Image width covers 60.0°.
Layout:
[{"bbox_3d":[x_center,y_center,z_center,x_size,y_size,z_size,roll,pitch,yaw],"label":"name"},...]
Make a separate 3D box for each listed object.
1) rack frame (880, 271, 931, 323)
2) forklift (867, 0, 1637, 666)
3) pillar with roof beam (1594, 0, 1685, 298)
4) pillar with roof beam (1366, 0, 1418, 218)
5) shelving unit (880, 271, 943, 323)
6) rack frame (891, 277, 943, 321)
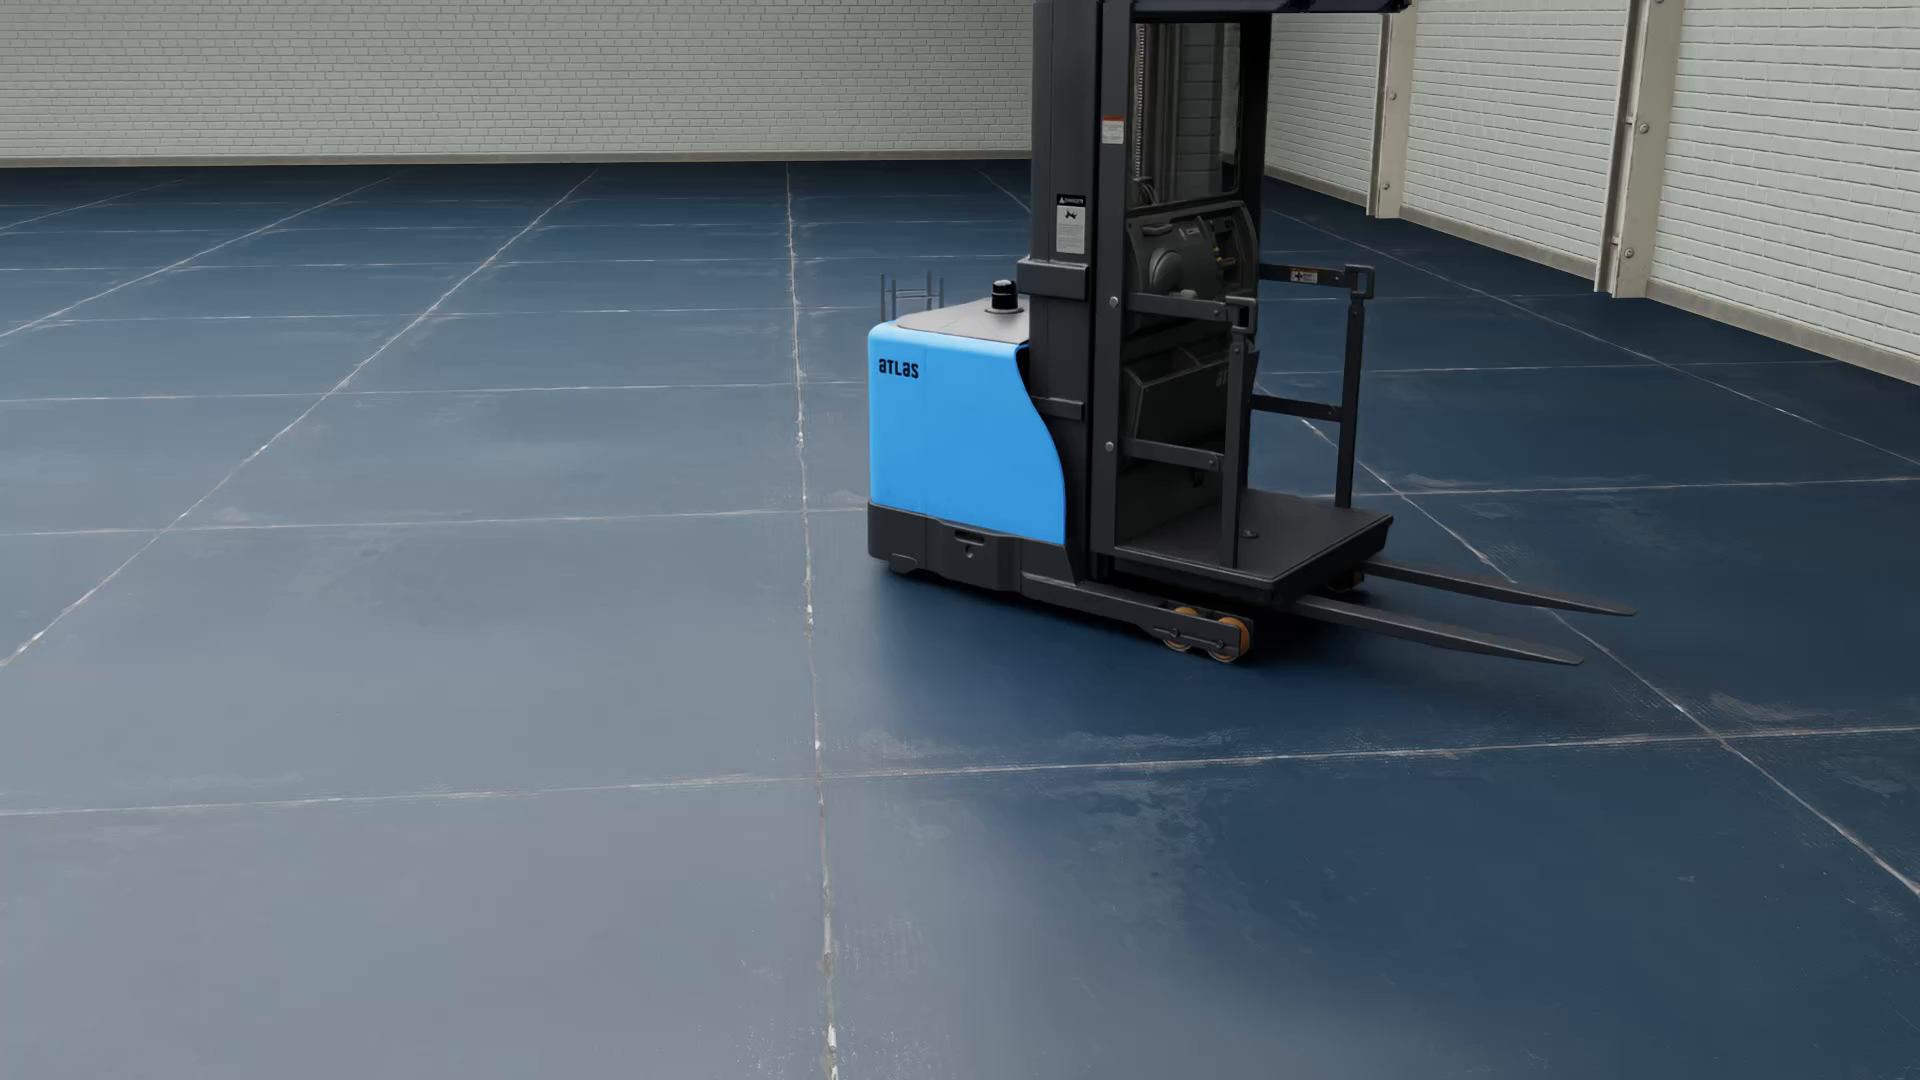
[{"bbox_3d":[-0.246,-0.639,7.709,0.240,1.200,0.006,-6,18,-17],"label":"rack frame"},{"bbox_3d":[1.079,-1.120,6.352,3.031,2.935,1.130,13,22,35],"label":"forklift"},{"bbox_3d":[1.489,-6.310,12.751,9.100,9.000,0.400,-2,18,-6],"label":"pillar with roof beam"},{"bbox_3d":[0.870,-8.097,18.445,9.100,9.000,0.400,-2,18,-6],"label":"pillar with roof beam"},{"bbox_3d":[-0.217,-0.613,7.626,0.258,1.200,0.189,-6,18,-17],"label":"shelving unit"},{"bbox_3d":[-0.189,-0.587,7.544,0.240,1.200,0.006,-6,18,-17],"label":"rack frame"}]
